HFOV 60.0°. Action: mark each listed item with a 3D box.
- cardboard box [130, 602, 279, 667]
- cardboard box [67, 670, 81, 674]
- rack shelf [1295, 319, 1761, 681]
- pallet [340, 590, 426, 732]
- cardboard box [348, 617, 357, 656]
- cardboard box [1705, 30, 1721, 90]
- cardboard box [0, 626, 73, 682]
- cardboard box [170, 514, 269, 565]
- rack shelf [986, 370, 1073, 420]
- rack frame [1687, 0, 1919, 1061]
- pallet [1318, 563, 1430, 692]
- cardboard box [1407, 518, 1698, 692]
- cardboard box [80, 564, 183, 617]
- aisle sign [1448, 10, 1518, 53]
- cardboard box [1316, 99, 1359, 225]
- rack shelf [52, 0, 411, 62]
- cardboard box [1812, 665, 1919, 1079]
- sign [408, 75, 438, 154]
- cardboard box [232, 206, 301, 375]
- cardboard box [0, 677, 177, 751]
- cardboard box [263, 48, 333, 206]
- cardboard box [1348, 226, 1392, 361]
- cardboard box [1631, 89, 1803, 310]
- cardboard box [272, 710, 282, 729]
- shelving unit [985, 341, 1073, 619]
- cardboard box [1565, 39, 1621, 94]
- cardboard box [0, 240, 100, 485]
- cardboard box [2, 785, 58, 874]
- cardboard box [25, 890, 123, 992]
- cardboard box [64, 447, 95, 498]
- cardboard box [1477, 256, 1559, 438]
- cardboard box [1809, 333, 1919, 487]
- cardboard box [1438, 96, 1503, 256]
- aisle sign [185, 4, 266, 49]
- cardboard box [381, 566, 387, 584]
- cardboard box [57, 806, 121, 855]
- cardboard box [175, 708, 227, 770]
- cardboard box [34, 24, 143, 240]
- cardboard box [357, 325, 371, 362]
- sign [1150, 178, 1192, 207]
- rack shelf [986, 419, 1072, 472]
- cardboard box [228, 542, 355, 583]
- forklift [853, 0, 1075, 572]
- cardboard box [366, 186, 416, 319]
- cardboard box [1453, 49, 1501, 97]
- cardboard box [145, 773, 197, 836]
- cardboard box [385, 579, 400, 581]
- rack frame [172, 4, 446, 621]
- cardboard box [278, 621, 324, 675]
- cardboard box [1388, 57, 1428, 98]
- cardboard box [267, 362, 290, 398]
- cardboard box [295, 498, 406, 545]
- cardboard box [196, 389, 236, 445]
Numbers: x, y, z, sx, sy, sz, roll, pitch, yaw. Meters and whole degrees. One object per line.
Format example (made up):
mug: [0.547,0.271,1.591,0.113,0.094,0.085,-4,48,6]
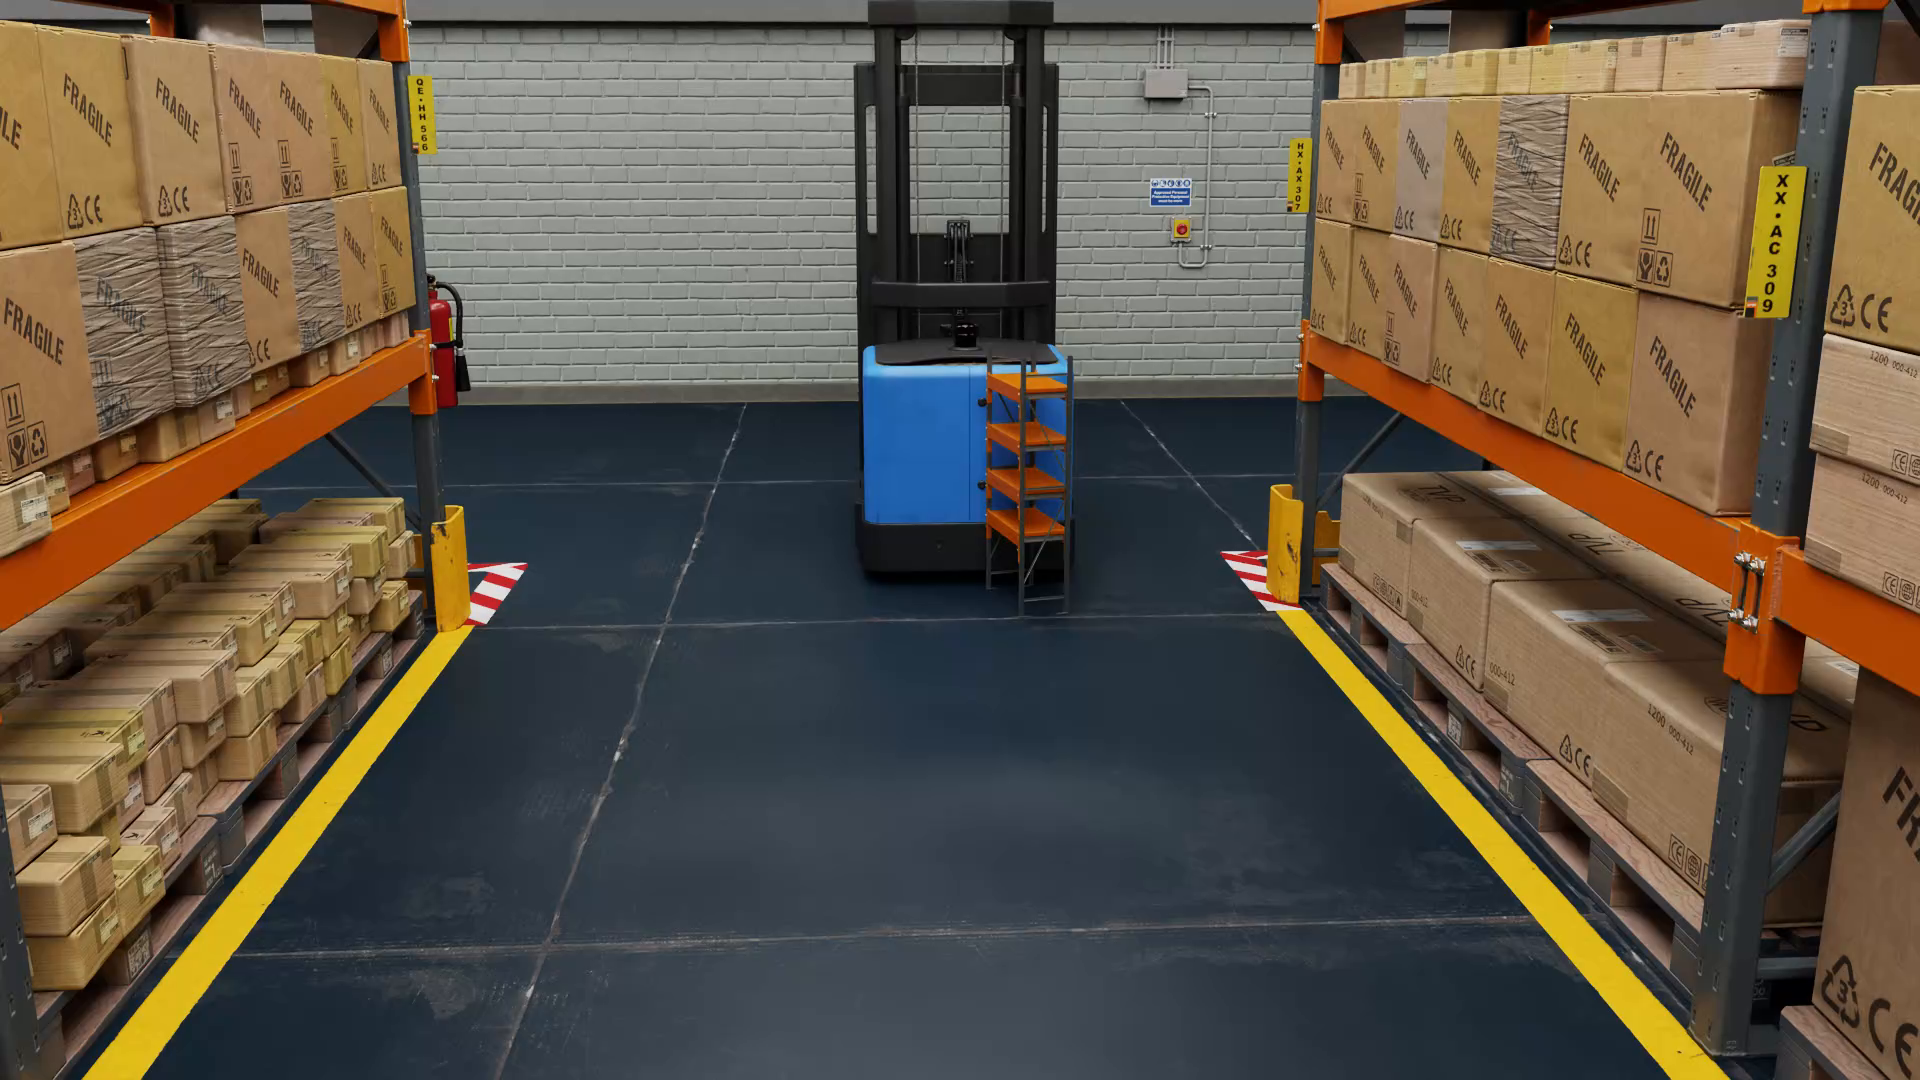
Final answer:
cardboard box: [-2.485,0.312,5.481,0.380,0.149,0.250,-1,14,-3]
cardboard box: [-2.922,0.466,5.479,0.380,0.149,0.250,0,14,-1]
rack shelf: [2.212,-0.350,5.812,1.077,0.370,4.000,-1,14,-3]
pallet: [-2.827,0.477,6.747,1.003,0.211,1.213,-1,14,-3]
cardboard box: [-2.530,0.401,6.326,0.380,0.149,0.250,-1,14,-3]
cardboard box: [2.091,-1.187,4.111,0.380,0.149,0.250,-1,14,-2]
cardboard box: [-3.035,0.382,5.208,0.380,0.149,0.250,-1,14,-5]
cardboard box: [-3.016,-0.003,6.703,0.380,0.149,0.250,-1,14,-2]
rack shelf: [0.314,-0.670,7.646,0.258,0.148,0.480,-4,15,-16]
rack frame: [2.335,-0.201,3.789,1.000,3.000,0.127,-1,14,-3]
pallet: [2.215,0.352,7.235,1.003,0.211,1.213,-1,14,-3]
cardboard box: [2.293,0.231,6.406,0.875,0.438,0.875,0,14,-2]
cardboard box: [-3.023,0.191,5.949,0.380,0.149,0.250,0,14,-1]
aisle sign: [2.393,-2.478,7.420,0.394,0.787,0.004,-1,14,-3]
cardboard box: [1.833,-1.605,7.037,0.500,0.500,0.500,-1,14,-5]
rack shelf: [-2.723,-1.701,5.043,1.077,0.370,4.000,-1,14,-3]
cardboard box: [2.454,0.777,3.407,0.875,0.875,0.875,0,14,-2]
sign: [-2.291,-1.812,7.091,0.100,0.325,0.005,-1,14,-3]
cardboard box: [-2.474,-0.801,5.322,0.500,0.500,0.500,0,14,-1]
cardboard box: [-2.475,0.505,4.730,0.380,0.149,0.250,-1,14,-5]
cardboard box: [-2.497,-1.406,5.667,0.500,0.500,0.500,0,14,-1]
cardboard box: [1.890,-0.995,6.674,0.500,0.500,0.500,-1,14,-4]
cardboard box: [2.031,-0.847,4.091,0.500,0.500,0.500,-1,14,-4]
cardboard box: [-2.514,0.596,5.569,0.380,0.149,0.250,0,14,-2]
shelving unit: [0.314,-0.289,7.743,0.258,1.200,0.503,-4,15,-16]
cardboard box: [2.000,-1.374,4.836,0.380,0.149,0.250,-1,14,-4]
cardboard box: [-2.378,-0.419,3.839,0.500,0.500,0.500,-1,14,-4]
cardboard box: [-2.413,0.701,3.968,0.380,0.149,0.250,0,14,-1]
cardboard box: [-2.301,0.982,4.068,0.380,0.149,0.250,-2,15,-6]
cardboard box: [-2.449,-0.182,4.219,0.380,0.149,0.250,-2,15,-6]
cardboard box: [1.968,-0.614,5.192,0.500,0.500,0.500,-1,14,-4]
cardboard box: [2.081,-0.257,3.303,0.500,0.250,0.500,-1,14,-5]
cardboard box: [1.944,-1.225,5.559,0.500,0.500,0.500,-1,14,-3]
aisle sign: [-3.151,-2.367,6.989,0.394,0.787,0.004,-1,14,-3]
cardboard box: [-2.567,0.131,6.778,0.380,0.149,0.250,-1,14,-5]
cardboard box: [-2.407,0.777,4.269,0.380,0.149,0.250,-1,14,-3]
cardboard box: [-2.466,0.581,5.031,0.380,0.149,0.250,0,14,-1]
cardboard box: [-2.431,-1.021,4.171,0.500,0.500,0.500,-1,14,-5]
cardboard box: [-2.536,-0.772,6.510,0.380,0.149,0.250,-1,14,-4]
sign: [1.663,-2.743,13.127,0.327,0.218,0.001,-1,14,-3]
rack shelf: [0.314,-0.441,7.704,0.258,0.148,0.480,-4,15,-16]
cardboard box: [-2.507,0.114,6.250,0.380,0.149,0.250,-1,15,-6]
forklift: [-0.034,-1.576,9.270,1.130,2.935,3.031,-1,14,-3]
cardboard box: [-2.562,-1.179,6.792,0.500,0.500,0.500,-1,14,-2]
cardboard box: [1.887,-1.564,5.576,0.380,0.149,0.250,-1,14,-5]
cardboard box: [-2.450,0.792,4.805,0.380,0.149,0.250,-1,14,-5]
cardboard box: [-2.606,0.210,7.067,0.380,0.149,0.250,-1,14,-2]
rack frame: [-2.847,-1.095,7.261,1.000,3.000,0.127,-1,14,-3]
cardboard box: [-2.453,0.387,5.783,0.380,0.149,0.250,0,14,-1]
cardboard box: [1.857,-1.755,6.317,0.380,0.149,0.250,-1,14,-5]
cardboard box: [-2.552,-0.574,5.743,0.380,0.149,0.250,-1,15,-6]
cardboard box: [-2.561,-0.078,6.993,0.380,0.149,0.250,-1,14,-3]
cardboard box: [-2.420,-0.380,4.989,0.380,0.149,0.250,0,14,-1]
